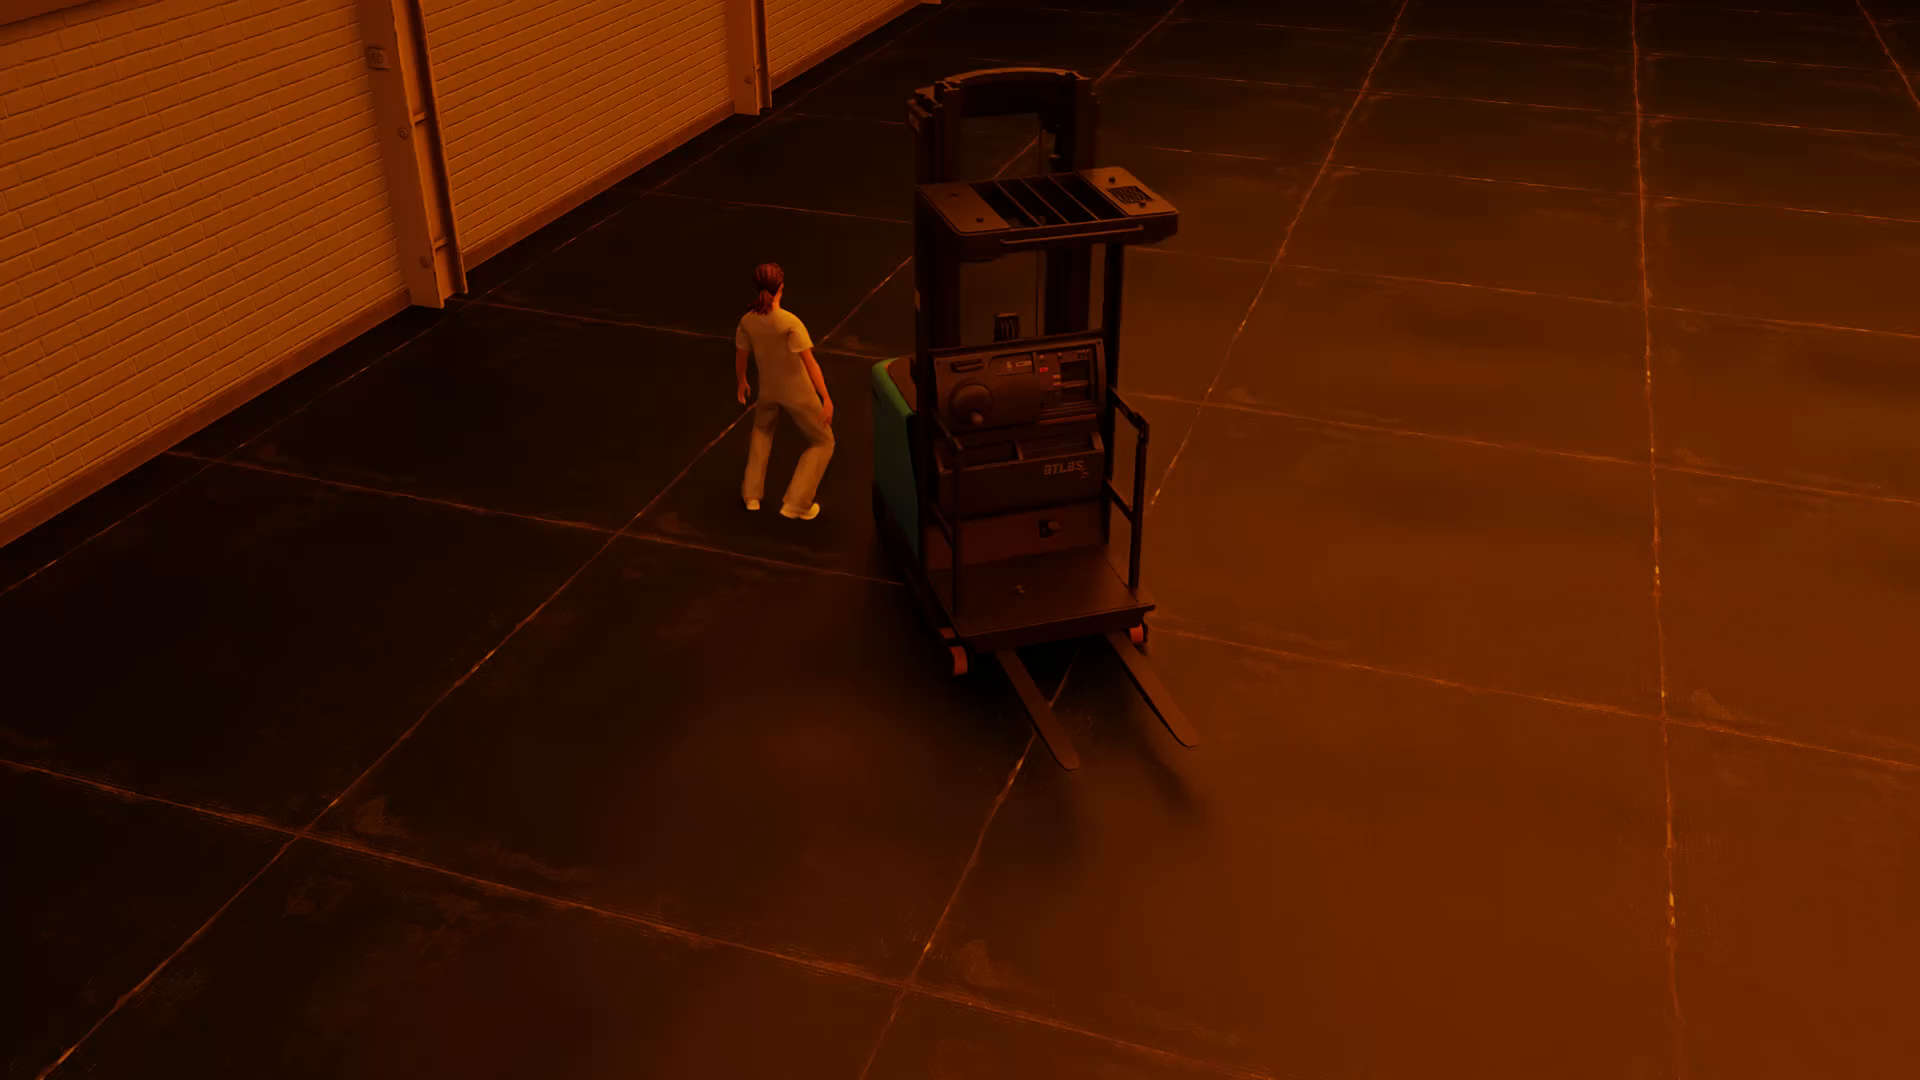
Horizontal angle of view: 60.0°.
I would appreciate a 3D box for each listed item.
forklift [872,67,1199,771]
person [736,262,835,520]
[{"bbox_3d":[0.380,-0.770,8.488,1.130,2.935,3.031,-9,31,-15],"label":"forklift"},{"bbox_3d":[-1.072,-0.874,10.030,0.780,1.596,0.484,17,34,27],"label":"person"}]
